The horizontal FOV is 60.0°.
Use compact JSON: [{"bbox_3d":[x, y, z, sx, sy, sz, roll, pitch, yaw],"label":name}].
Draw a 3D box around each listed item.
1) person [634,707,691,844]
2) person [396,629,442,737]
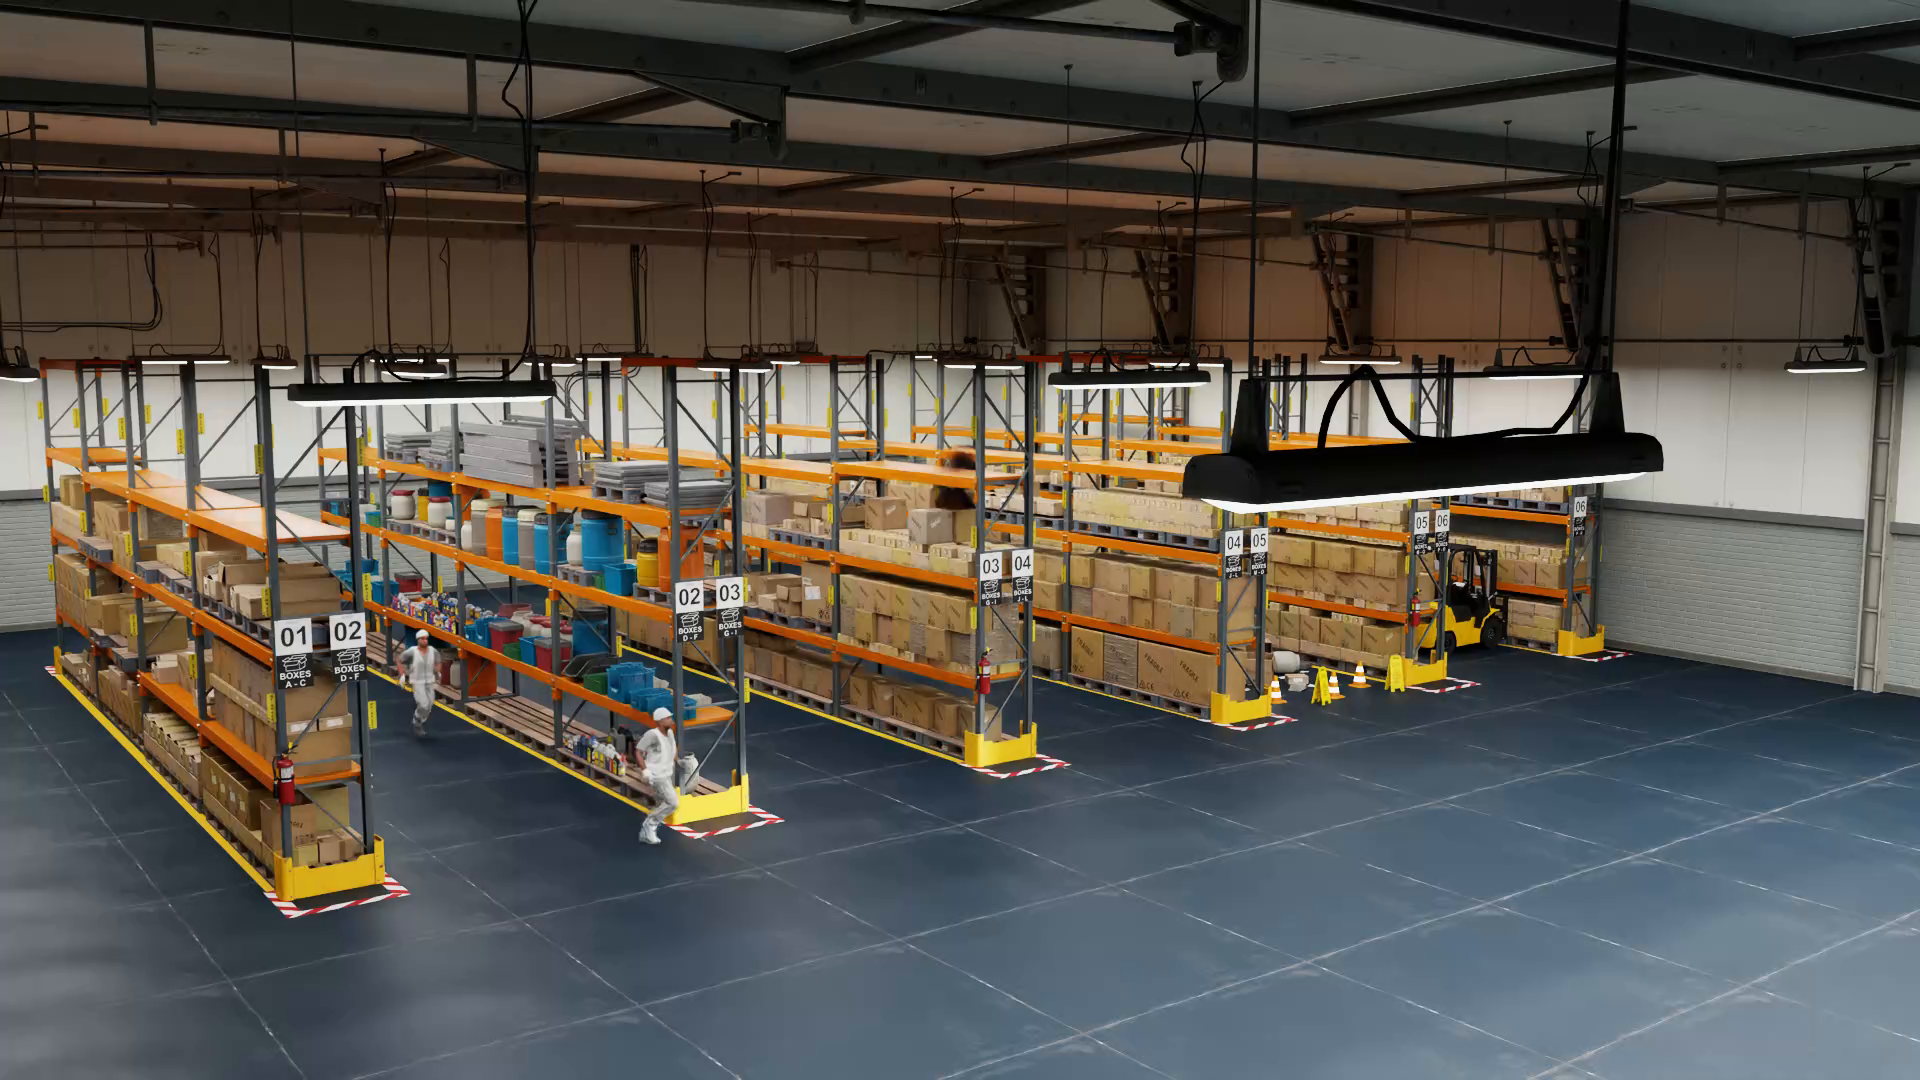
[{"bbox_3d":[-3.744,2.967,20.964,0.656,1.728,0.644,1,7,12],"label":"person"},{"bbox_3d":[-8.516,2.283,26.370,0.654,1.739,0.739,-6,9,-43],"label":"person"}]
